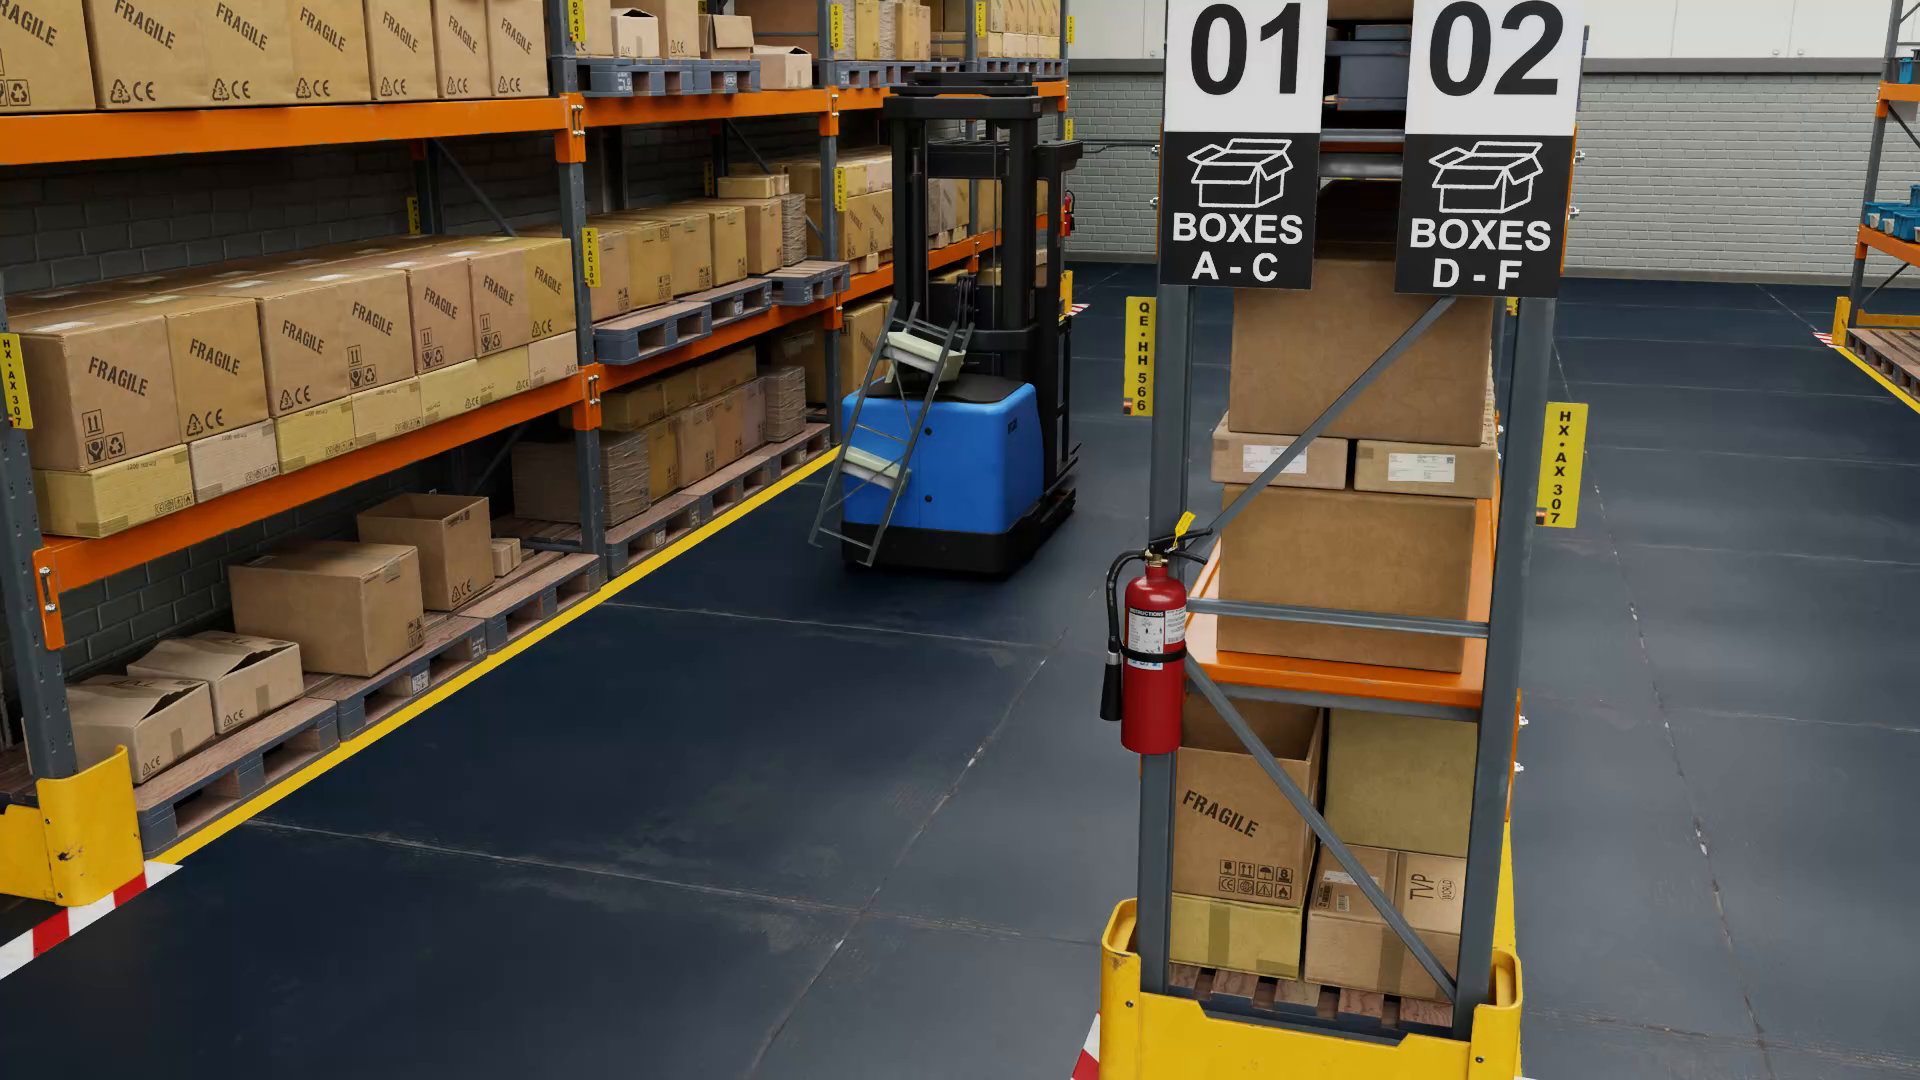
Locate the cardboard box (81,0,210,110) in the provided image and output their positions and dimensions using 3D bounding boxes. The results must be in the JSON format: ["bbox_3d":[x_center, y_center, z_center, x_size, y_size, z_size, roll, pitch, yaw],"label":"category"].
[{"bbox_3d":[-3.213,-1.872,6.214,0.500,0.500,0.500,6,17,20],"label":"cardboard box"}]

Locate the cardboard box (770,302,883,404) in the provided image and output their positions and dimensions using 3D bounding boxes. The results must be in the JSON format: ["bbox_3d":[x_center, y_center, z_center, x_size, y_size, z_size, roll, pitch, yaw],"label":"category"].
[{"bbox_3d":[-1.127,-1.608,14.171,0.750,0.750,0.750,4,16,15],"label":"cardboard box"}]

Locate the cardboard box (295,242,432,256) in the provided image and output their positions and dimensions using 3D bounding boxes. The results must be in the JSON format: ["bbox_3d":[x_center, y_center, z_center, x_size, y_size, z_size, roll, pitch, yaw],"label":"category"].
[{"bbox_3d":[-3.082,-1.268,8.666,0.500,0.500,0.500,5,16,16],"label":"cardboard box"}]

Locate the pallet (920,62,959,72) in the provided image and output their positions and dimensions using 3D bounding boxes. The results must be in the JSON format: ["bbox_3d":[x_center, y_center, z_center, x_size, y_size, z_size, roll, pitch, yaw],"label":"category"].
[{"bbox_3d":[-0.538,-4.412,15.740,0.805,0.209,1.217,4,16,14],"label":"pallet"}]

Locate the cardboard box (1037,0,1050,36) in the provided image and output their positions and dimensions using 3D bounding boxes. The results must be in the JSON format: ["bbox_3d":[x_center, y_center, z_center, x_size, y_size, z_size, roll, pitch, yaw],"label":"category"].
[{"bbox_3d":[0.713,-5.990,18.901,0.500,0.500,0.500,5,17,18],"label":"cardboard box"}]

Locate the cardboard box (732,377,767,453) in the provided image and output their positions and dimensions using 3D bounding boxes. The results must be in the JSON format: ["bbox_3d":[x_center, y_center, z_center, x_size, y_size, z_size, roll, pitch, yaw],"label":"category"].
[{"bbox_3d":[-1.874,-0.949,12.452,0.700,0.500,0.500,5,16,16],"label":"cardboard box"}]

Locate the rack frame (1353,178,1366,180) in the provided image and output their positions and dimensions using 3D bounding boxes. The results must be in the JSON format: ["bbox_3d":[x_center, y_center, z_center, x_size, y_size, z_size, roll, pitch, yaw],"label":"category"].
[{"bbox_3d":[3.289,-1.875,11.942,1.000,3.000,0.127,5,16,16],"label":"rack frame"}]

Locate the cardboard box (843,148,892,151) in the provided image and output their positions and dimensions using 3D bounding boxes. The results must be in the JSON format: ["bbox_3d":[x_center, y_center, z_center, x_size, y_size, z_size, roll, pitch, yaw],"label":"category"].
[{"bbox_3d":[-0.847,-3.628,15.986,0.500,0.250,0.500,5,17,17],"label":"cardboard box"}]

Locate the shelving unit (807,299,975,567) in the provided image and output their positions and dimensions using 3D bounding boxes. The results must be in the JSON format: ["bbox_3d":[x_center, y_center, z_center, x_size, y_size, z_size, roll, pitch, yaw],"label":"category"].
[{"bbox_3d":[-0.398,-0.654,9.944,0.431,1.500,0.755,21,9,5],"label":"shelving unit"}]

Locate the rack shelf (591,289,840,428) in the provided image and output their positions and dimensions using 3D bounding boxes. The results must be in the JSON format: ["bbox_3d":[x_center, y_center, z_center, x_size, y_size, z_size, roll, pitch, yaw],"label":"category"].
[{"bbox_3d":[-2.030,-1.389,11.546,1.077,0.370,4.000,5,16,16],"label":"rack shelf"}]

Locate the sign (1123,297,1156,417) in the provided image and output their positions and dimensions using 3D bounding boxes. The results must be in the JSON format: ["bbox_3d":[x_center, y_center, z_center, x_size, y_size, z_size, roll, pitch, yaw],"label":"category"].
[{"bbox_3d":[0.499,-0.498,4.534,0.100,0.325,0.005,5,16,16],"label":"sign"}]

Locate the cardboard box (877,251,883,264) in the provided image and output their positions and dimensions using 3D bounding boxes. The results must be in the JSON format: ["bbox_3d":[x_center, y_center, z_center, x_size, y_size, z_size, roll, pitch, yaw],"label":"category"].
[{"bbox_3d":[-0.890,-2.487,14.524,0.380,0.149,0.250,5,17,17],"label":"cardboard box"}]

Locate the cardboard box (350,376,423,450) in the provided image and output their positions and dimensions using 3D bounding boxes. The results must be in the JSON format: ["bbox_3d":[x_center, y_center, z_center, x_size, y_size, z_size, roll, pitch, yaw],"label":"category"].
[{"bbox_3d":[-2.862,-0.607,7.711,0.500,0.250,0.500,5,17,16],"label":"cardboard box"}]

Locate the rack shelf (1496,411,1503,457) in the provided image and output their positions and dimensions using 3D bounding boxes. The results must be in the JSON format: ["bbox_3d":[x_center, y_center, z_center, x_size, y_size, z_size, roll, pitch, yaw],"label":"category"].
[{"bbox_3d":[2.721,-1.005,10.195,1.077,0.370,4.000,5,16,16],"label":"rack shelf"}]

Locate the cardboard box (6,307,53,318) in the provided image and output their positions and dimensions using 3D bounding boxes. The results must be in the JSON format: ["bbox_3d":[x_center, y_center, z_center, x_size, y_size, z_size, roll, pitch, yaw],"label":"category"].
[{"bbox_3d":[-3.805,-0.603,6.322,0.500,0.500,0.500,4,16,15],"label":"cardboard box"}]

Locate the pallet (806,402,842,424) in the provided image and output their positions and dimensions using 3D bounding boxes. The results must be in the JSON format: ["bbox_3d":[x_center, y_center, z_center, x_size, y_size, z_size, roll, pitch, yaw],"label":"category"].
[{"bbox_3d":[-1.165,-1.117,14.380,1.003,0.211,1.213,5,16,16],"label":"pallet"}]

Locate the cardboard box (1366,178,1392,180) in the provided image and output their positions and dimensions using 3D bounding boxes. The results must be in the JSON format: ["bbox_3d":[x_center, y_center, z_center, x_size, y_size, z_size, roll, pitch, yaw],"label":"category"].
[{"bbox_3d":[4.077,-3.065,15.185,0.700,0.500,0.500,-1,16,-3],"label":"cardboard box"}]

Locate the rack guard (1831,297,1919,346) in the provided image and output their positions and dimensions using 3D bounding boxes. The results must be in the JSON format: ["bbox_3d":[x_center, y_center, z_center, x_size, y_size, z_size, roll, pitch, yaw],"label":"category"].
[{"bbox_3d":[10.305,-2.387,18.330,1.175,0.500,0.348,5,16,16],"label":"rack guard"}]

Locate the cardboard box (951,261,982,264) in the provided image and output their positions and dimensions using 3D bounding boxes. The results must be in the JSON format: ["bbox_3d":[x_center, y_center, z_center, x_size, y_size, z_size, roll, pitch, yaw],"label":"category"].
[{"bbox_3d":[0.049,-3.054,18.722,0.380,0.149,0.250,5,17,16],"label":"cardboard box"}]

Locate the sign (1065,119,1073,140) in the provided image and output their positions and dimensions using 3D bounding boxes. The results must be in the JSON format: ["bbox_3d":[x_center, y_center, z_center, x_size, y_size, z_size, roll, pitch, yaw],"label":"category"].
[{"bbox_3d":[1.328,-4.976,20.320,0.100,0.325,0.005,5,16,16],"label":"sign"}]

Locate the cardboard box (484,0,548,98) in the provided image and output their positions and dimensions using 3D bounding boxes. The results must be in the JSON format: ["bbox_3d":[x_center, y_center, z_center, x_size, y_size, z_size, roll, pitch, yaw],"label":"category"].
[{"bbox_3d":[-2.505,-2.560,8.642,0.500,0.500,0.500,5,17,17],"label":"cardboard box"}]

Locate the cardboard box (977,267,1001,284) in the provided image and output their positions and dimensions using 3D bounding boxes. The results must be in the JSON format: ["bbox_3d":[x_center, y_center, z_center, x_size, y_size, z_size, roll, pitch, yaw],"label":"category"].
[{"bbox_3d":[0.259,-2.879,18.105,0.380,0.149,0.250,5,17,18],"label":"cardboard box"}]

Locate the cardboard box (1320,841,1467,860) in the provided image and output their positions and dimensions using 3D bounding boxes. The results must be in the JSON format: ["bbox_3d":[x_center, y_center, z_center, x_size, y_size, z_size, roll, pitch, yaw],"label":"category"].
[{"bbox_3d":[1.520,1.085,5.777,0.500,0.250,0.500,5,16,16],"label":"cardboard box"}]

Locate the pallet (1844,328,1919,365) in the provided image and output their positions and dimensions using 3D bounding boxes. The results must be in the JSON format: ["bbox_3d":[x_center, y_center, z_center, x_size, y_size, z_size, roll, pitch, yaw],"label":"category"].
[{"bbox_3d":[10.039,-2.028,17.594,1.003,0.211,1.213,5,16,16],"label":"pallet"}]

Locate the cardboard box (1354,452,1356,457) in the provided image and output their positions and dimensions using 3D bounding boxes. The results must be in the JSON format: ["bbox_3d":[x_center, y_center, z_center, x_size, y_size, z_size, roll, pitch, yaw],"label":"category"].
[{"bbox_3d":[1.305,-0.089,5.462,0.700,0.500,0.500,5,17,17],"label":"cardboard box"}]

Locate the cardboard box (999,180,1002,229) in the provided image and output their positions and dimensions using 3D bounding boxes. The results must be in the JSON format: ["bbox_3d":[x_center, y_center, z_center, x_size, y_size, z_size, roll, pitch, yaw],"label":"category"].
[{"bbox_3d":[0.058,-3.780,18.109,0.980,0.700,0.700,4,16,14],"label":"cardboard box"}]

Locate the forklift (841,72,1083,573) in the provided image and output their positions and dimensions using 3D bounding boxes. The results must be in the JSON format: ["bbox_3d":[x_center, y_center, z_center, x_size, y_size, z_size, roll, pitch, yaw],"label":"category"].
[{"bbox_3d":[0.174,-1.575,11.012,1.130,2.935,3.031,4,16,15],"label":"forklift"}]

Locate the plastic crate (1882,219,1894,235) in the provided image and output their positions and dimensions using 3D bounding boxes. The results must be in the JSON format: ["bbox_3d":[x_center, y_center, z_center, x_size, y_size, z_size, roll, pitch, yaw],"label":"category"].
[{"bbox_3d":[9.562,-3.191,16.954,0.250,0.136,0.298,5,16,16],"label":"plastic crate"}]

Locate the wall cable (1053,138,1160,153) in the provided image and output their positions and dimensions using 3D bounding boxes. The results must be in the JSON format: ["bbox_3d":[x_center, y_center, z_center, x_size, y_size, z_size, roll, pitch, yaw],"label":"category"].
[{"bbox_3d":[2.762,-7.195,25.396,3.097,2.526,0.112,5,16,16],"label":"wall cable"}]

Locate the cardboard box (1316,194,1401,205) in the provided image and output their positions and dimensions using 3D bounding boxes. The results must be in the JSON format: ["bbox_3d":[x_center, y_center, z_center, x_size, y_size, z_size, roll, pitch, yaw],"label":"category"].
[{"bbox_3d":[1.747,-1.121,6.722,0.700,0.500,0.500,5,16,16],"label":"cardboard box"}]

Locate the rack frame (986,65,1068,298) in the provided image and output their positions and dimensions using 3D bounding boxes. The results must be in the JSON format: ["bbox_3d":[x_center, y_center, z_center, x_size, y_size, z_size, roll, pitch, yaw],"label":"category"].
[{"bbox_3d":[0.812,-4.351,20.672,1.000,3.000,0.127,5,16,16],"label":"rack frame"}]

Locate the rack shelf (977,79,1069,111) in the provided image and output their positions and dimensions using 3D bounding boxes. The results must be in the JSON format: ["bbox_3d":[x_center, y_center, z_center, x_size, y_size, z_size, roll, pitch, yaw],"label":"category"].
[{"bbox_3d":[0.244,-4.925,18.516,1.077,0.370,4.000,5,16,16],"label":"rack shelf"}]

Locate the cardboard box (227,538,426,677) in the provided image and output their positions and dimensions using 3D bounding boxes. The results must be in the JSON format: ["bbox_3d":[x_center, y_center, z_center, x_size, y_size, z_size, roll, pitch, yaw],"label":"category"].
[{"bbox_3d":[-3.033,0.315,7.997,0.700,0.500,0.500,4,16,12],"label":"cardboard box"}]

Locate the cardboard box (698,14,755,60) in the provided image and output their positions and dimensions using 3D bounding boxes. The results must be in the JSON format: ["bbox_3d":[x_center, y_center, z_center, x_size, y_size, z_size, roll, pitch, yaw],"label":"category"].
[{"bbox_3d":[-1.919,-3.428,11.696,0.797,0.503,0.637,7,17,24],"label":"cardboard box"}]

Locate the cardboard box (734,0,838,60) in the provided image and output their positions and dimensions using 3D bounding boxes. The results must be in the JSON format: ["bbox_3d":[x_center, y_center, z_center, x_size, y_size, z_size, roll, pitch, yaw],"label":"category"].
[{"bbox_3d":[-1.381,-4.090,13.264,0.700,0.500,0.500,3,16,12],"label":"cardboard box"}]

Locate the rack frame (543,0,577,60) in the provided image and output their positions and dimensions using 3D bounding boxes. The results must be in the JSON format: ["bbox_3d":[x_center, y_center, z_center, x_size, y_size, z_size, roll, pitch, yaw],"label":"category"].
[{"bbox_3d":[-2.598,-4.098,8.785,1.000,3.000,0.127,5,16,16],"label":"rack frame"}]

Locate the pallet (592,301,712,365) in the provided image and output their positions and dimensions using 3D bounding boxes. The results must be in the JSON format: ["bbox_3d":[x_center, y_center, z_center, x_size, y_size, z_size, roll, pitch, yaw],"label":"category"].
[{"bbox_3d":[-2.241,-1.308,10.295,1.003,0.211,1.213,5,16,16],"label":"pallet"}]

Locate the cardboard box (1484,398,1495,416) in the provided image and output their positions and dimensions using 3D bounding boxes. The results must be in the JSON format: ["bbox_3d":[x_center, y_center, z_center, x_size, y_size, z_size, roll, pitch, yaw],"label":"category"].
[{"bbox_3d":[1.478,-0.362,5.238,0.380,0.149,0.250,5,16,16],"label":"cardboard box"}]

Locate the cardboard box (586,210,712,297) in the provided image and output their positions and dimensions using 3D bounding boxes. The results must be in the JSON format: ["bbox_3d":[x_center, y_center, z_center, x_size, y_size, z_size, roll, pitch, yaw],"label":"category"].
[{"bbox_3d":[-2.098,-1.922,11.119,0.700,0.500,0.500,7,17,24],"label":"cardboard box"}]

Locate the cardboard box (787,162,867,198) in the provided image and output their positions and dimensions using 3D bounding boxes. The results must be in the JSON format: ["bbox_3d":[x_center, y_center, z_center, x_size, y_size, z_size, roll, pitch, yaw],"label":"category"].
[{"bbox_3d":[-1.077,-2.926,13.508,0.500,0.250,0.500,5,17,17],"label":"cardboard box"}]

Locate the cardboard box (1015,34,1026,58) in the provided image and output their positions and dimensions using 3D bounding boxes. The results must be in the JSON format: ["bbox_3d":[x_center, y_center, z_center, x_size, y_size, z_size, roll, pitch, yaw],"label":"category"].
[{"bbox_3d":[0.422,-5.353,18.029,0.500,0.250,0.500,4,16,14],"label":"cardboard box"}]

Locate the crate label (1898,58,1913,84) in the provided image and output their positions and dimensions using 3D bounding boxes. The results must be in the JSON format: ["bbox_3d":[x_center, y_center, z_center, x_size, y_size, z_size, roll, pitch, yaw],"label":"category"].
[{"bbox_3d":[9.739,-4.738,16.812,0.408,0.251,0.502,5,16,16],"label":"crate label"}]

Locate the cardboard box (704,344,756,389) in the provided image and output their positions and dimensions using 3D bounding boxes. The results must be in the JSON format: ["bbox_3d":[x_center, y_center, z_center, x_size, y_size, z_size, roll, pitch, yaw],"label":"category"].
[{"bbox_3d":[-1.838,-1.291,12.284,0.500,0.250,0.500,5,17,17],"label":"cardboard box"}]

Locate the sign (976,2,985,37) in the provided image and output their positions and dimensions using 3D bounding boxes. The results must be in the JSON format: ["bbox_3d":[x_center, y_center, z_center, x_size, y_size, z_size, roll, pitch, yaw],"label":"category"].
[{"bbox_3d":[0.198,-5.108,16.320,0.100,0.325,0.005,5,16,16],"label":"sign"}]

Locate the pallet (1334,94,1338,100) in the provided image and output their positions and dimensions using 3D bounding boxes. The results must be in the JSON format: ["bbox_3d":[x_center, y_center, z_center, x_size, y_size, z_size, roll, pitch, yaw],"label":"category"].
[{"bbox_3d":[2.391,-2.411,8.686,0.805,0.209,1.217,4,16,14],"label":"pallet"}]

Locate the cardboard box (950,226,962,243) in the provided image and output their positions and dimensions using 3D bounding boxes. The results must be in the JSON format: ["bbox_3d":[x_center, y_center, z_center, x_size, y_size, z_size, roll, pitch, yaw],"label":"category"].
[{"bbox_3d":[-0.198,-3.015,16.385,0.380,0.149,0.250,5,17,17],"label":"cardboard box"}]

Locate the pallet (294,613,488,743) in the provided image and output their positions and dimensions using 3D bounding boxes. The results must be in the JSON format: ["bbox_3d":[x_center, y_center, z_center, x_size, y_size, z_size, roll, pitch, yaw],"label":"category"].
[{"bbox_3d":[-3.100,0.629,8.226,1.003,0.211,1.213,5,16,16],"label":"pallet"}]

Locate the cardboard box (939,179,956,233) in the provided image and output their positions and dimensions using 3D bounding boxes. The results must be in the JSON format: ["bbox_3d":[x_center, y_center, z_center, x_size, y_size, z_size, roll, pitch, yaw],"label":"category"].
[{"bbox_3d":[-0.350,-3.231,15.957,0.500,0.500,0.500,5,17,16],"label":"cardboard box"}]

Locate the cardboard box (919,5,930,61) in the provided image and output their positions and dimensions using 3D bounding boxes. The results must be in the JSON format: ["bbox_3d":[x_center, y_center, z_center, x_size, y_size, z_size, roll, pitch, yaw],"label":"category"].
[{"bbox_3d":[-0.680,-4.785,15.718,0.700,0.500,0.500,4,16,13],"label":"cardboard box"}]

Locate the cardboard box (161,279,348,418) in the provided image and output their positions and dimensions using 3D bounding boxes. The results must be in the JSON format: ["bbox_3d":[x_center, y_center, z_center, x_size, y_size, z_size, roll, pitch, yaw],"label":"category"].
[{"bbox_3d":[-3.008,-0.828,7.115,0.500,0.500,0.500,4,16,14],"label":"cardboard box"}]

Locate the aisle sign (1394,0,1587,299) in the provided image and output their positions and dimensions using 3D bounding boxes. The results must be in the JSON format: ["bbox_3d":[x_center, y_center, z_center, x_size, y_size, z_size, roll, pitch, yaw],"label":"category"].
[{"bbox_3d":[1.291,-0.991,4.064,0.394,0.787,0.004,5,16,16],"label":"aisle sign"}]

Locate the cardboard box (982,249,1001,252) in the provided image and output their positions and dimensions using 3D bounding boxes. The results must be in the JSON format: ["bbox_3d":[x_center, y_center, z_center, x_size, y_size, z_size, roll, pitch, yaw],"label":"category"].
[{"bbox_3d":[0.410,-3.387,19.897,0.380,0.149,0.250,5,16,16],"label":"cardboard box"}]

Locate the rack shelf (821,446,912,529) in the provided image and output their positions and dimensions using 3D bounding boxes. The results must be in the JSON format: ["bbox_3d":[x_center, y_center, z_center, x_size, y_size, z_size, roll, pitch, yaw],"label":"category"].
[{"bbox_3d":[-0.508,-0.352,9.997,0.431,0.370,0.720,21,9,5],"label":"rack shelf"}]

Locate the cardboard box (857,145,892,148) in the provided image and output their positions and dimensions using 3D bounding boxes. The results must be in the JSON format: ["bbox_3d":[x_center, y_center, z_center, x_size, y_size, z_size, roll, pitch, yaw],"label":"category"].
[{"bbox_3d":[-0.705,-3.766,16.470,0.500,0.250,0.500,5,17,18],"label":"cardboard box"}]

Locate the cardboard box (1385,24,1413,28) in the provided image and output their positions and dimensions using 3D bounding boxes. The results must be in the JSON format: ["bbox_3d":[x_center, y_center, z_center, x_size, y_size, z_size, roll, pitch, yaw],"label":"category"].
[{"bbox_3d":[1.519,-1.667,5.148,0.380,0.149,0.250,5,16,16],"label":"cardboard box"}]
